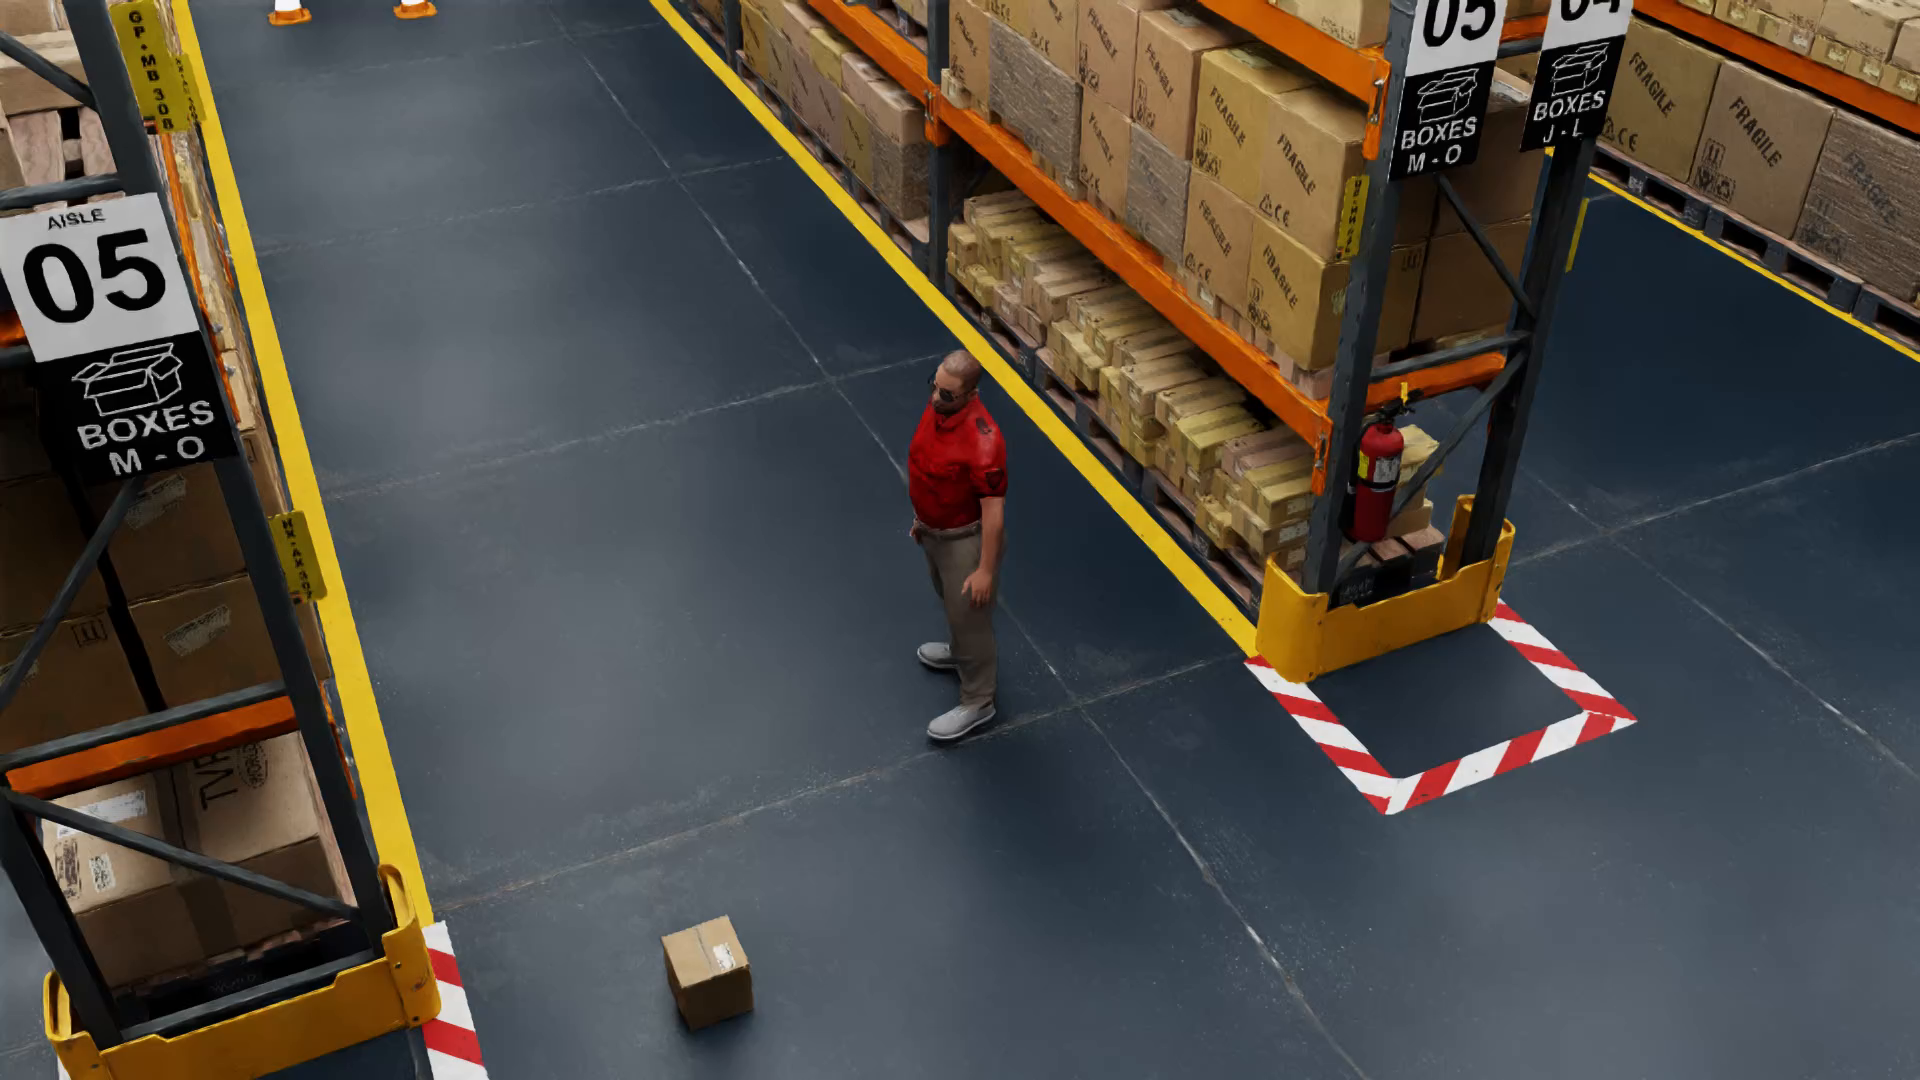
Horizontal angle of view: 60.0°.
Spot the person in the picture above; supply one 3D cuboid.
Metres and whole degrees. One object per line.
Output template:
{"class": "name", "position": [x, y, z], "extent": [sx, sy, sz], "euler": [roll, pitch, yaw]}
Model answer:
{"class": "person", "position": [-0.027, -0.001, 6.827], "extent": [0.429, 1.734, 0.678], "euler": [-15, 39, -18]}
